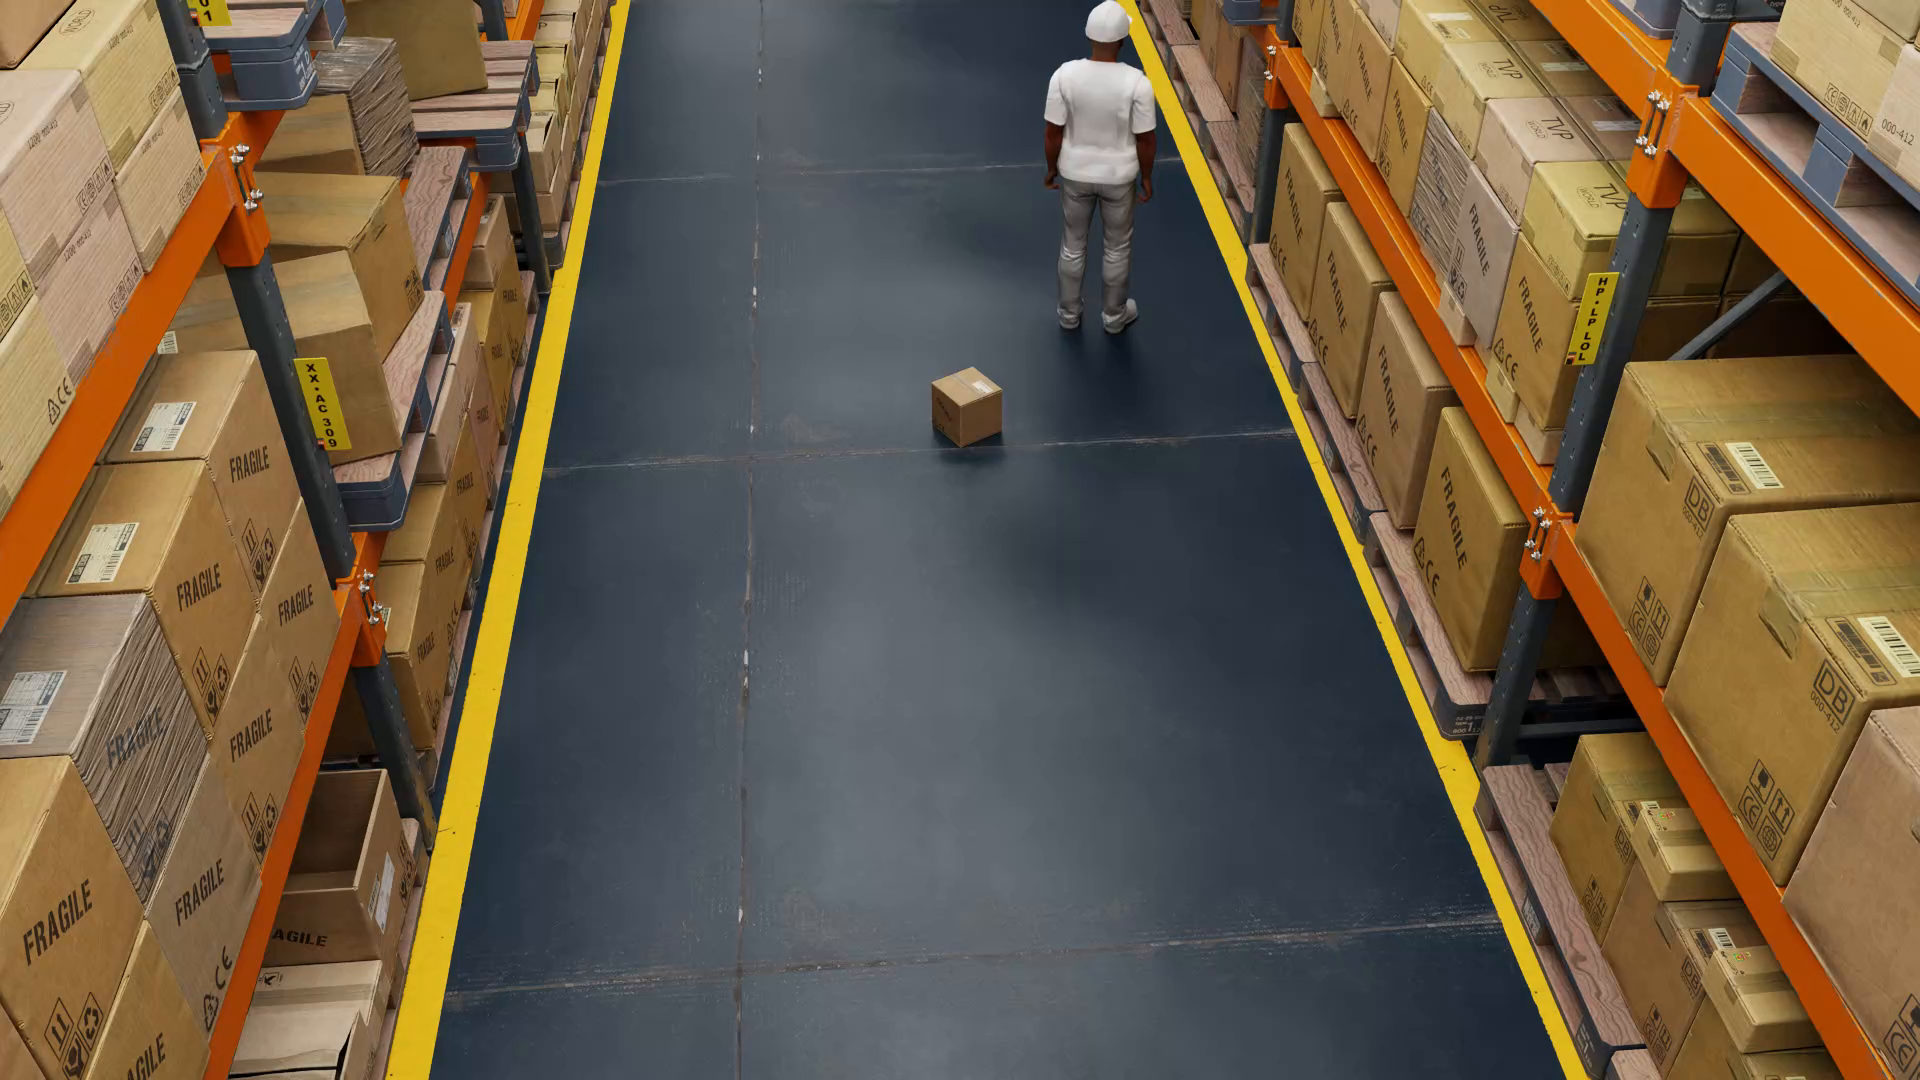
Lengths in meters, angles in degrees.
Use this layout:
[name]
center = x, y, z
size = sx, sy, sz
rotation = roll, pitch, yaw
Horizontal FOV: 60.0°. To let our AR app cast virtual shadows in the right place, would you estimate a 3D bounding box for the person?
[person]
center = 0.711, -1.875, 8.455
size = 0.567, 1.771, 0.378
rotation = 9, 40, 11
